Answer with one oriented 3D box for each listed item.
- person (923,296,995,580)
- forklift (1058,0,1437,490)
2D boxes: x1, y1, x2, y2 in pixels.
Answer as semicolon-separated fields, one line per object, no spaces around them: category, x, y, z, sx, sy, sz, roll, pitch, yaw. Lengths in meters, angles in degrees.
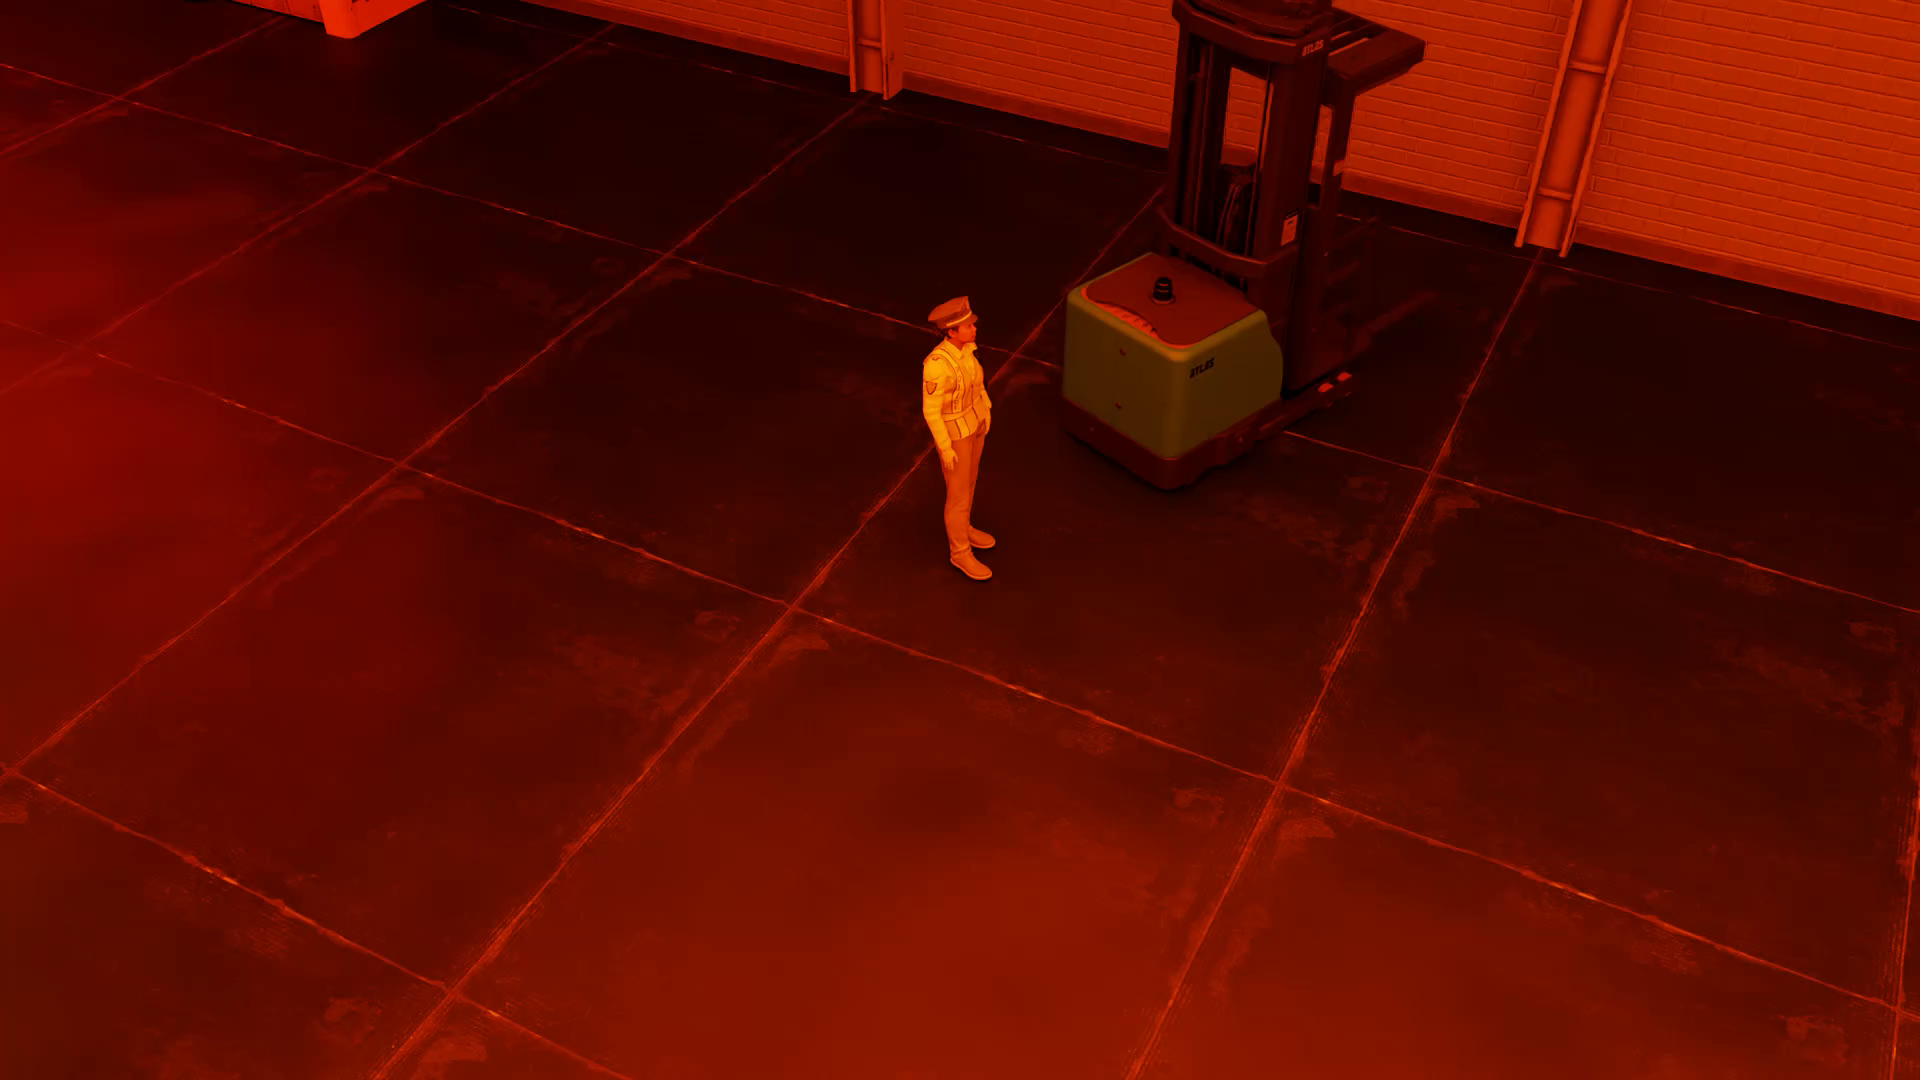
person;0.057;-0.629;9.682;0.532;1.694;0.586;18;43;21
forklift;2.097;-2.253;10.662;3.031;2.935;1.130;-29;48;-30
